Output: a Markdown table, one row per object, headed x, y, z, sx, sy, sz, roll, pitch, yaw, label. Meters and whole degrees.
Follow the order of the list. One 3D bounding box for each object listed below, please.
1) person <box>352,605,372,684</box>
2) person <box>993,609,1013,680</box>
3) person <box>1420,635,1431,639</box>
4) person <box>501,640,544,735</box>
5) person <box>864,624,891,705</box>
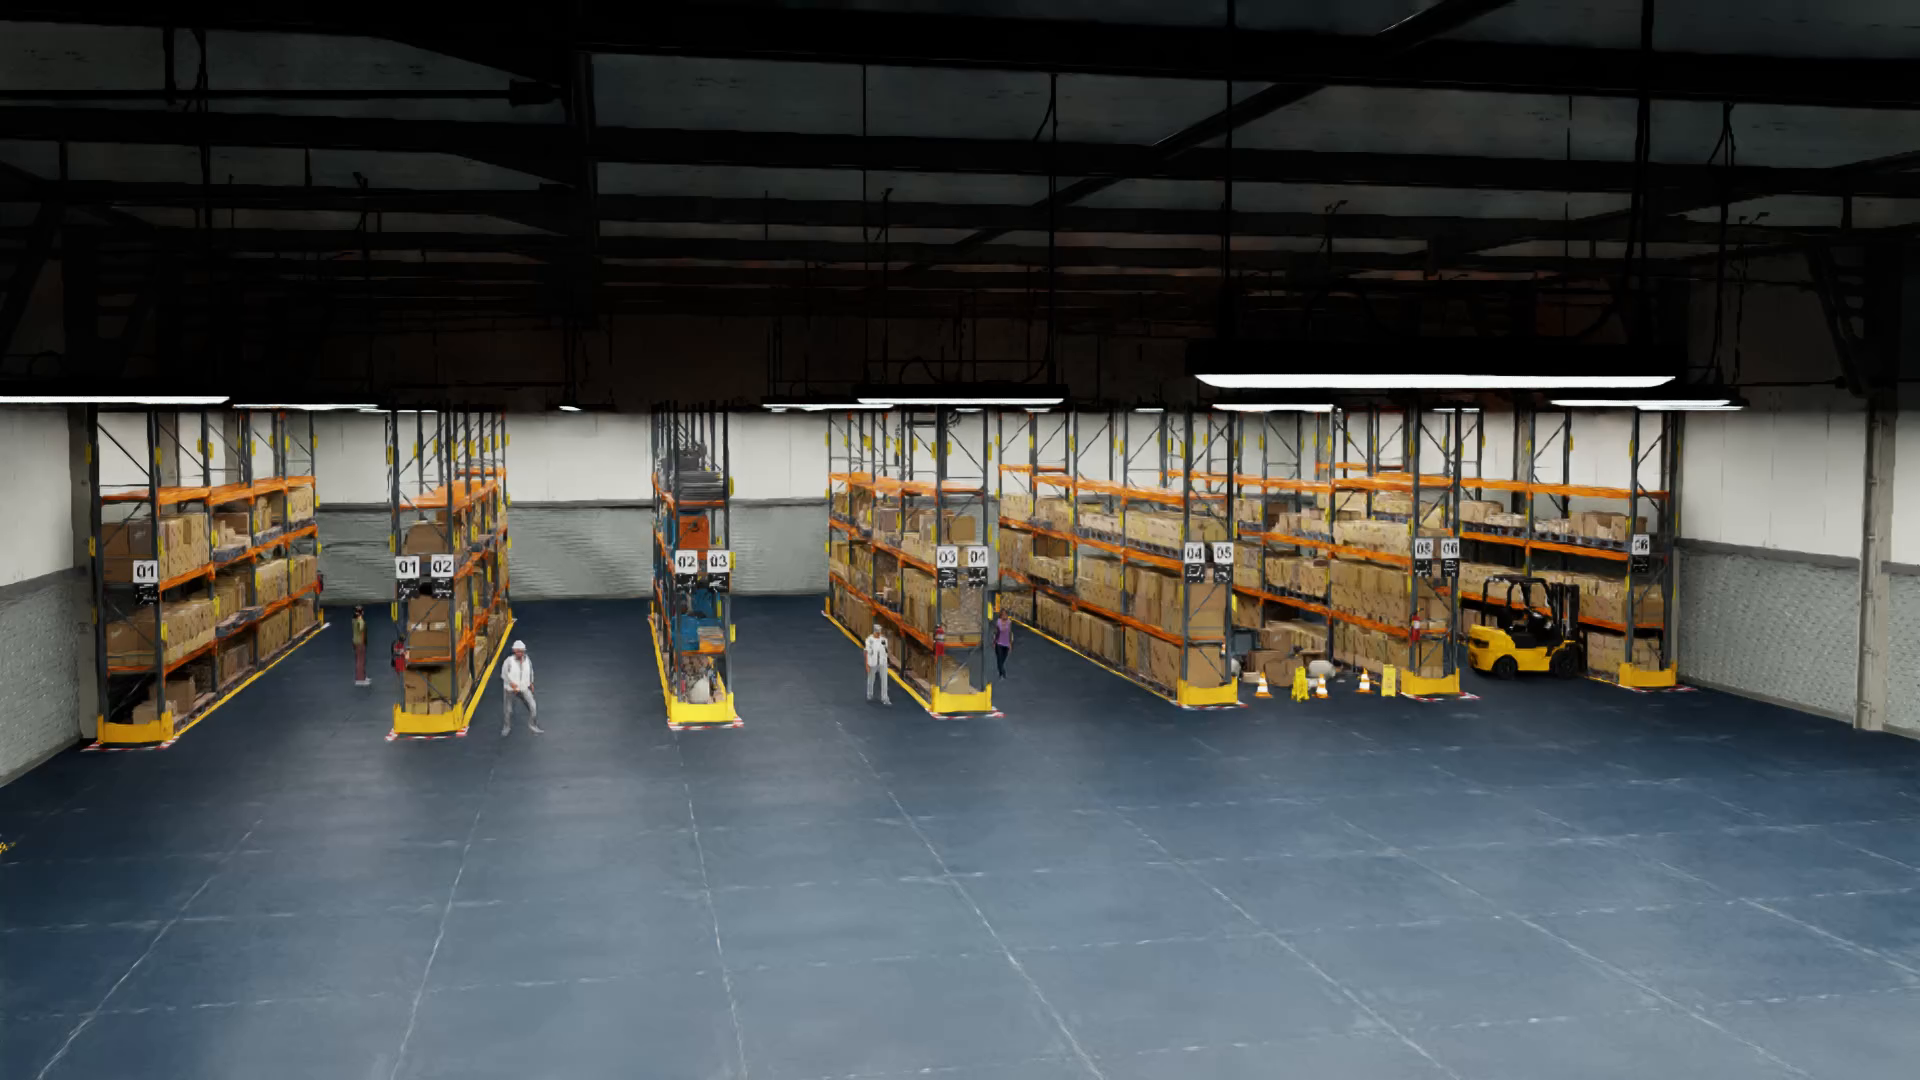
| x | y | z | sx | sy | sz | roll | pitch | yaw | label |
| --- | --- | --- | --- | --- | --- | --- | --- | --- | --- |
| -12.711 | 2.209 | 35.358 | 0.441 | 1.675 | 0.498 | -4 | 6 | -42 | person |
| 0.942 | 2.234 | 36.048 | 0.415 | 1.517 | 1.042 | -1 | 4 | -14 | person |
| 10.563 | 2.025 | 37.914 | 0.544 | 1.655 | 0.573 | 2 | 5 | 21 | person |
| -7.876 | 2.625 | 29.648 | 0.676 | 1.717 | 0.780 | -3 | 5 | -32 | person |
| -1.648 | 2.436 | 32.953 | 0.497 | 1.583 | 1.090 | -1 | 4 | -9 | person |
